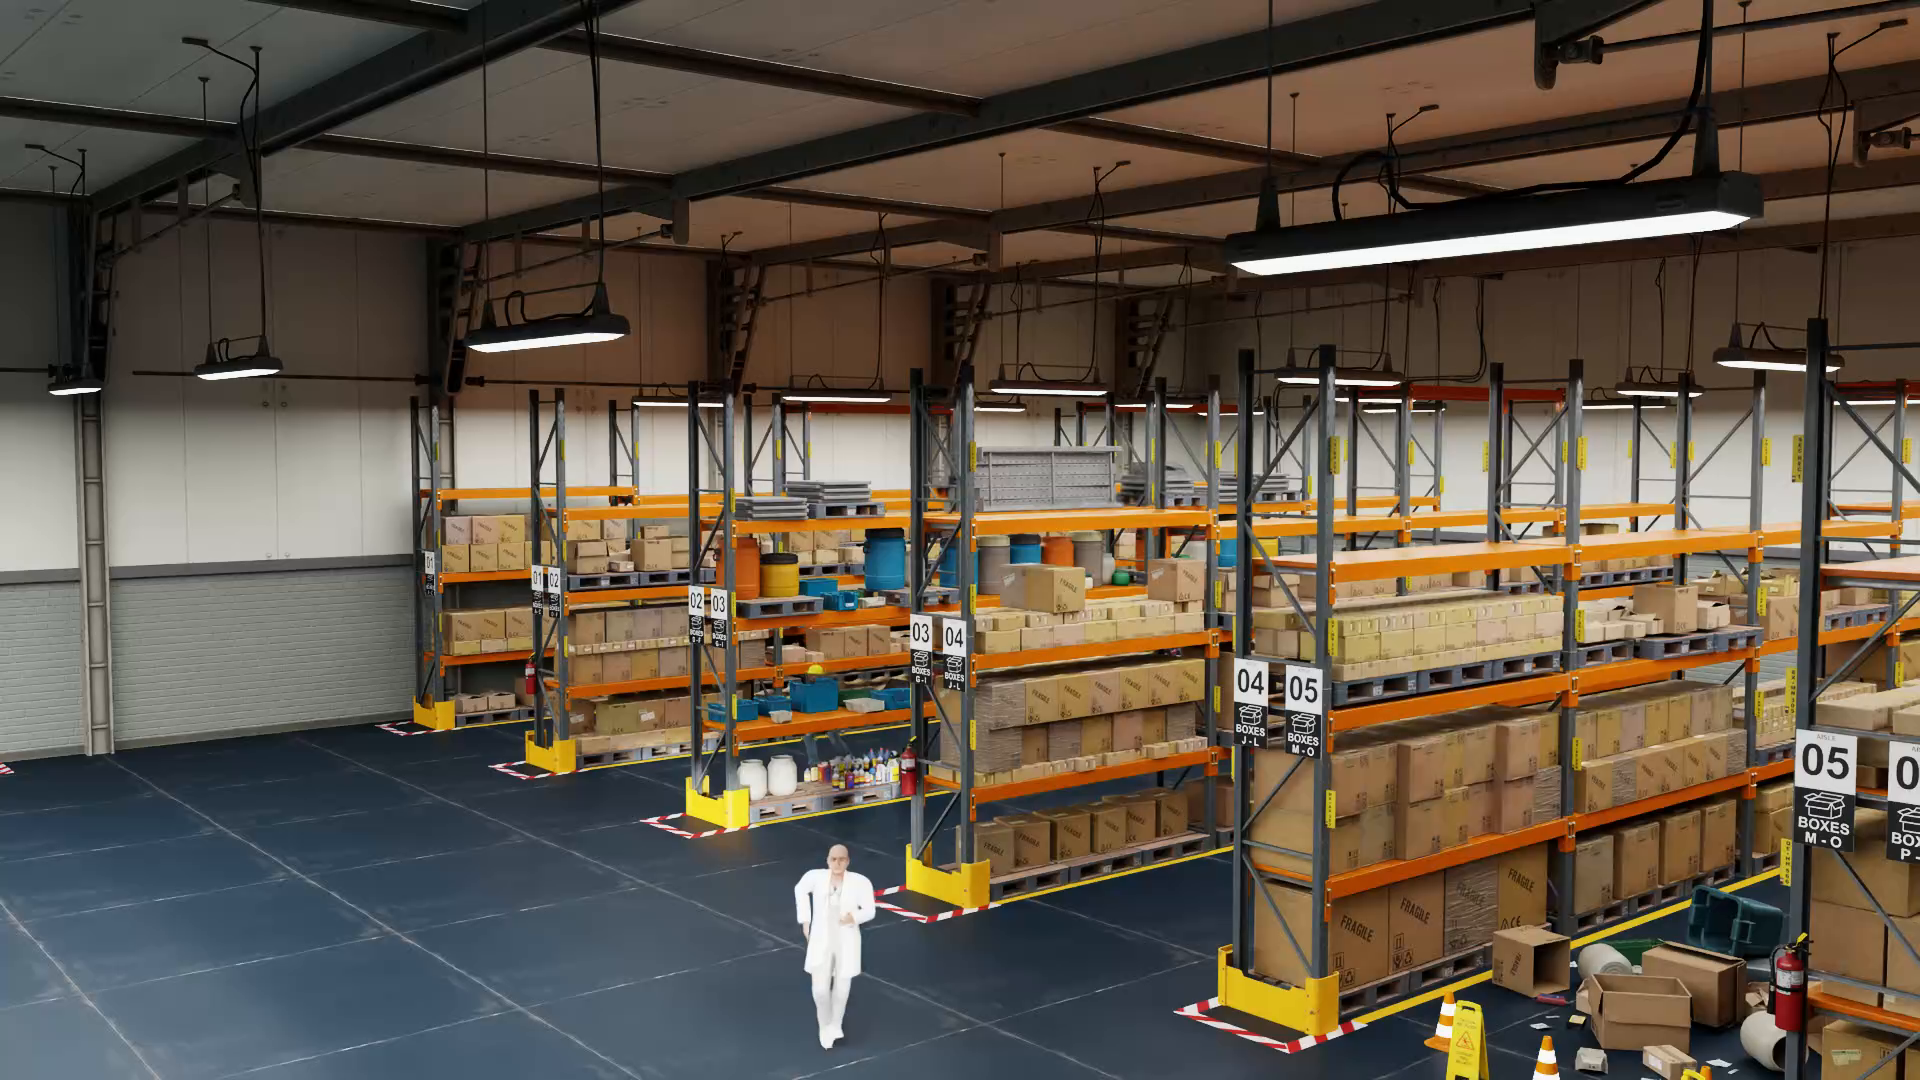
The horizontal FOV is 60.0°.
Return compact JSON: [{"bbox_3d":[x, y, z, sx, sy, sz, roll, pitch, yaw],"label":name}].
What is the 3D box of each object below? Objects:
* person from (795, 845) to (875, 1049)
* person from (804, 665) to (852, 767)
[{"bbox_3d":[-1.064,3.452,14.134,0.691,1.762,0.799,0,3,-3],"label":"person"},{"bbox_3d":[-2.046,2.791,25.737,0.690,1.770,0.958,3,5,43],"label":"person"}]
